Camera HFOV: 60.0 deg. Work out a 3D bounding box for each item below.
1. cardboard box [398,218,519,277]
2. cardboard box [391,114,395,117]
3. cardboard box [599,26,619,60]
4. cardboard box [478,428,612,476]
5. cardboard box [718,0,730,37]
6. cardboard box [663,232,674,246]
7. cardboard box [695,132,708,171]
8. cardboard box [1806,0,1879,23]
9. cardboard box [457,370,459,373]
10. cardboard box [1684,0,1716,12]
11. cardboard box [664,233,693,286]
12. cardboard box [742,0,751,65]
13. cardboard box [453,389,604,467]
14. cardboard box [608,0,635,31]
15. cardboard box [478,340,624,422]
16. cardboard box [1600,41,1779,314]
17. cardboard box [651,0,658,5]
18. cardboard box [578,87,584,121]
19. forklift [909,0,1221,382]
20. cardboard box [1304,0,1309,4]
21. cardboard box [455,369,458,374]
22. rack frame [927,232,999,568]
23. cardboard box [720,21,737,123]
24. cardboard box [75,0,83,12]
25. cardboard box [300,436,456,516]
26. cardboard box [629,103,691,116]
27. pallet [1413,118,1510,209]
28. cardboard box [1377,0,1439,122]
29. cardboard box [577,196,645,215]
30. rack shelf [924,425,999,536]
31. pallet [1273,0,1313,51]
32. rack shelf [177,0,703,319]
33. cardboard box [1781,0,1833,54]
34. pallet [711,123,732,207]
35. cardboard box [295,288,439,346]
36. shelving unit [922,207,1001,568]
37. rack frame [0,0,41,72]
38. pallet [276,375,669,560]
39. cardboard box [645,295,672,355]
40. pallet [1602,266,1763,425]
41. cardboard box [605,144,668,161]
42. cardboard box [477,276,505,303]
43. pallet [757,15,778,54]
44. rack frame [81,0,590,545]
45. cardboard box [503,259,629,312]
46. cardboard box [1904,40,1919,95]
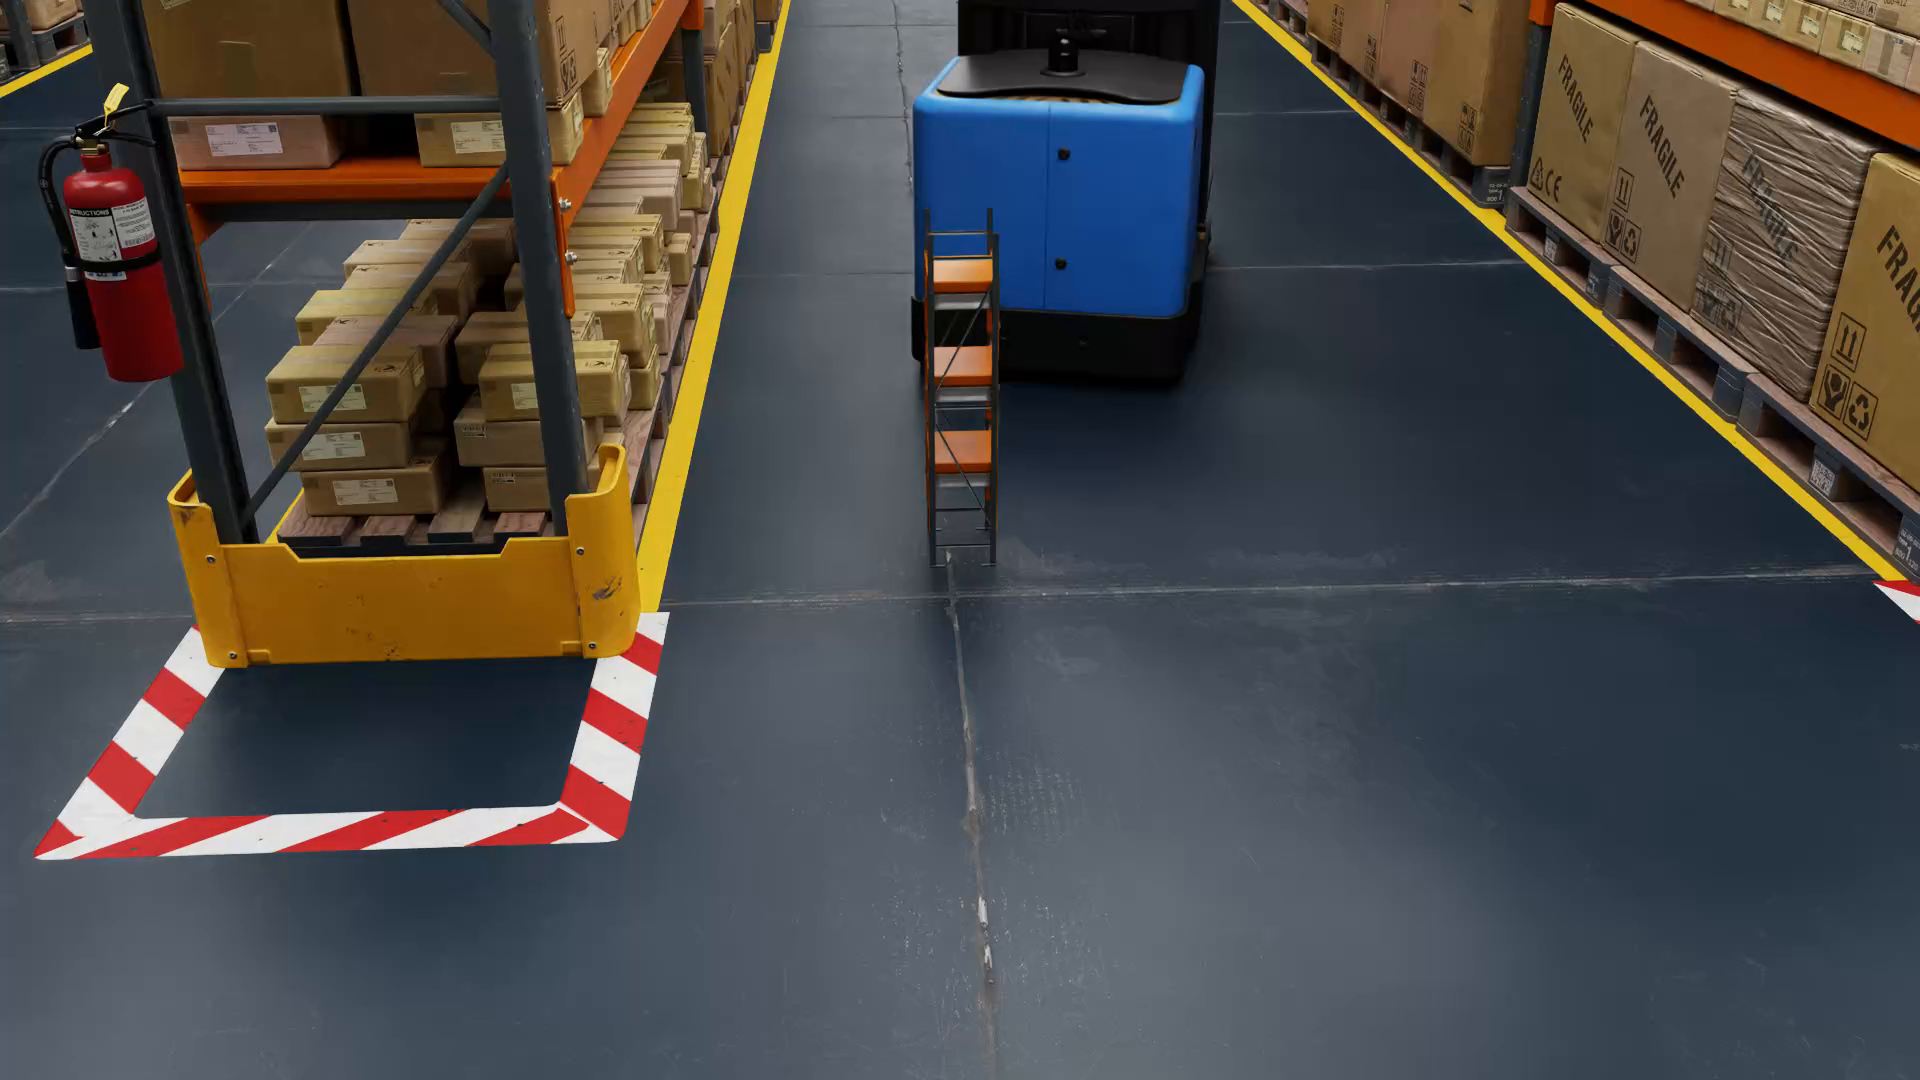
[{"bbox_3d":[-1.809,-1.061,6.025,0.380,0.149,0.250,-2,28,-4],"label":"cardboard box"},{"bbox_3d":[-1.812,-1.298,4.766,0.380,0.149,0.250,-2,28,-3],"label":"cardboard box"},{"bbox_3d":[-1.339,-1.679,5.497,0.380,0.149,0.250,-2,28,-4],"label":"cardboard box"},{"bbox_3d":[-1.313,-0.325,5.258,0.380,0.149,0.250,-1,28,-3],"label":"cardboard box"},{"bbox_3d":[-1.523,-2.885,8.976,0.500,0.250,0.500,-1,28,-1],"label":"cardboard box"},{"bbox_3d":[-1.378,-1.314,6.833,0.380,0.149,0.250,-1,28,-1],"label":"cardboard box"},{"bbox_3d":[-1.385,-1.798,7.760,0.380,0.149,0.250,-1,28,-2],"label":"cardboard box"},{"bbox_3d":[3.106,-1.859,5.412,0.500,0.250,0.500,-2,28,-4],"label":"cardboard box"},{"bbox_3d":[-1.814,-0.548,5.686,0.380,0.149,0.250,-1,28,-2],"label":"cardboard box"},{"bbox_3d":[2.991,-2.100,6.304,0.380,0.149,0.250,-1,28,-2],"label":"cardboard box"},{"bbox_3d":[-1.304,-1.153,6.845,0.380,0.149,0.250,-1,28,-3],"label":"cardboard box"},{"bbox_3d":[-1.608,-3.269,10.523,0.500,0.500,0.500,0,28,-1],"label":"cardboard box"},{"bbox_3d":[-1.281,-0.336,4.958,0.380,0.149,0.250,0,28,0],"label":"cardboard box"},{"bbox_3d":[-1.323,-1.897,5.214,0.500,0.500,0.500,-1,28,-2],"label":"cardboard box"},{"bbox_3d":[-1.198,-0.470,4.893,0.380,0.149,0.250,-3,28,-5],"label":"cardboard box"},{"bbox_3d":[3.242,-1.476,6.680,0.875,0.875,0.875,-1,28,-3],"label":"cardboard box"},{"bbox_3d":[-1.360,-2.158,6.416,0.380,0.149,0.250,-3,28,-5],"label":"cardboard box"},{"bbox_3d":[-1.254,-1.197,4.572,0.380,0.149,0.250,0,28,-1],"label":"cardboard box"},{"bbox_3d":[0.572,-2.552,6.973,1.130,2.935,3.031,5,28,9],"label":"forklift"},{"bbox_3d":[2.976,-4.197,12.281,0.700,0.500,0.500,-3,28,-5],"label":"cardboard box"},{"bbox_3d":[-1.851,-0.565,5.396,0.380,0.149,0.250,-2,28,-5],"label":"cardboard box"},{"bbox_3d":[0.009,-0.384,4.852,0.200,1.050,0.008,-1,28,-3],"label":"rack frame"},{"bbox_3d":[-1.521,-2.551,9.147,0.500,0.500,0.500,0,28,0],"label":"cardboard box"},{"bbox_3d":[-6.931,-4.185,12.418,0.950,0.372,0.625,-2,28,-4],"label":"cardboard box"},{"bbox_3d":[-1.745,-0.194,5.007,0.380,0.149,0.250,-1,28,-2],"label":"cardboard box"},{"bbox_3d":[-1.440,-1.909,7.652,0.380,0.149,0.250,-1,28,-1],"label":"cardboard box"},{"bbox_3d":[3.124,-2.073,8.995,1.003,0.211,1.213,-1,28,-3],"label":"pallet"},{"bbox_3d":[3.139,-2.906,9.422,1.225,0.875,0.875,-2,28,-4],"label":"cardboard box"},{"bbox_3d":[-1.395,-1.191,6.276,0.380,0.149,0.250,-1,28,-3],"label":"cardboard box"},{"bbox_3d":[0.003,-0.185,5.093,0.215,0.259,0.240,-1,28,-3],"label":"rack shelf"},{"bbox_3d":[2.992,-3.926,12.549,1.003,0.211,1.213,-1,28,-3],"label":"pallet"},{"bbox_3d":[-1.614,-1.639,5.926,1.077,0.370,4.000,-1,28,-3],"label":"rack shelf"},{"bbox_3d":[3.033,-1.744,5.621,0.380,0.149,0.250,-1,28,-2],"label":"cardboard box"},{"bbox_3d":[-1.761,-2.004,8.865,1.003,0.211,1.213,-1,28,-3],"label":"pallet"},{"bbox_3d":[-1.886,-0.692,5.319,0.380,0.149,0.250,-2,28,-4],"label":"cardboard box"},{"bbox_3d":[0.003,-0.441,4.960,0.215,1.050,0.252,-1,28,-3],"label":"shelving unit"},{"bbox_3d":[-6.865,-4.562,10.754,1.000,3.000,0.127,-1,28,-3],"label":"rack frame"},{"bbox_3d":[-1.521,-0.209,5.422,1.003,0.211,1.213,-1,28,-3],"label":"pallet"},{"bbox_3d":[-1.271,-0.793,6.155,0.380,0.149,0.250,-3,28,-5],"label":"cardboard box"},{"bbox_3d":[3.268,-0.800,6.556,1.003,0.211,1.213,-1,28,-3],"label":"pallet"},{"bbox_3d":[-1.431,-1.556,6.974,0.380,0.149,0.250,-1,28,-1],"label":"cardboard box"},{"bbox_3d":[-1.886,-0.923,6.082,0.380,0.149,0.250,0,28,0],"label":"cardboard box"},{"bbox_3d":[-1.893,-3.858,12.419,1.003,0.211,1.213,-1,28,-3],"label":"pallet"},{"bbox_3d":[-1.510,-1.034,3.989,1.000,3.000,0.127,-1,28,-3],"label":"rack frame"},{"bbox_3d":[-1.313,-0.827,5.576,0.380,0.149,0.250,-3,28,-5],"label":"cardboard box"},{"bbox_3d":[3.074,-1.389,4.941,0.380,0.149,0.250,-1,28,-3],"label":"cardboard box"}]
